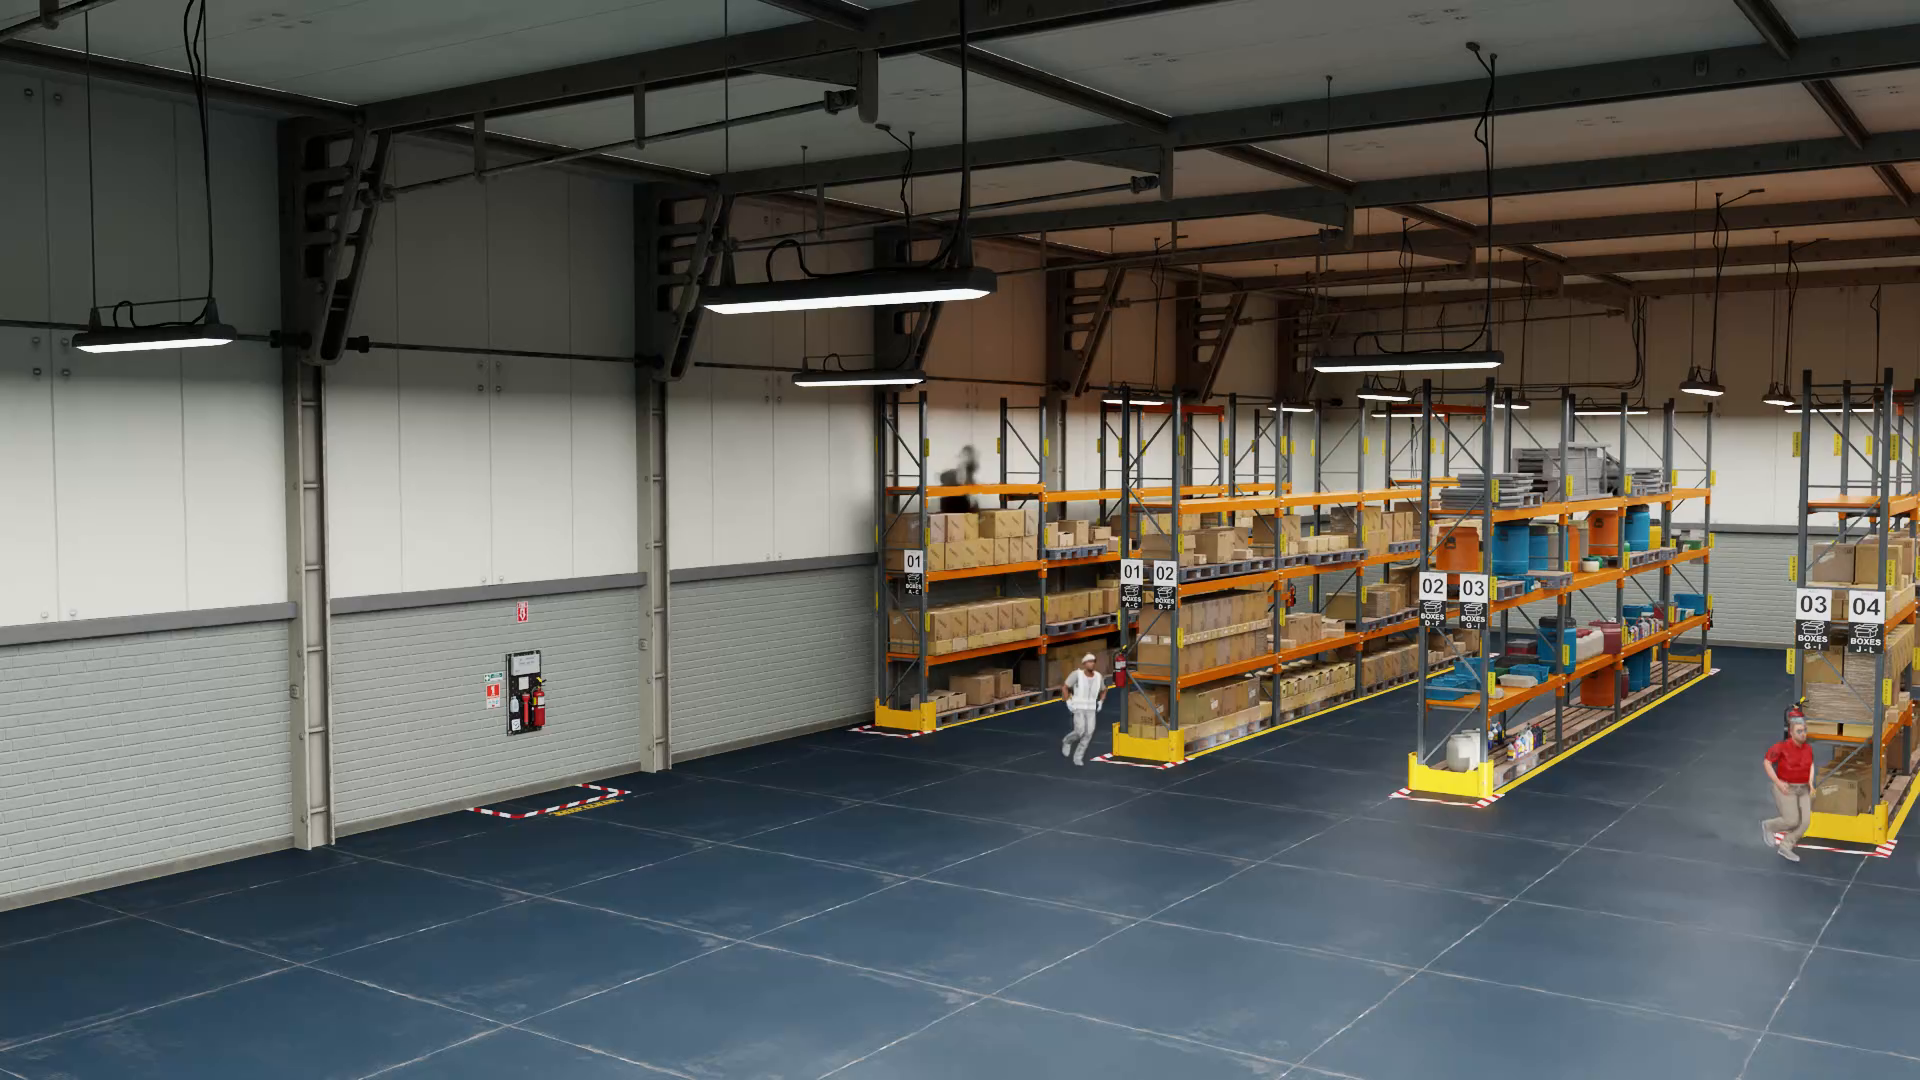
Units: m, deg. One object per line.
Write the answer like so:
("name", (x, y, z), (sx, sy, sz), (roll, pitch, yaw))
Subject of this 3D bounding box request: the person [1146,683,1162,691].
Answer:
("person", (3.717, 2.390, 31.401), (0.715, 1.736, 0.826), (1, 3, 23))

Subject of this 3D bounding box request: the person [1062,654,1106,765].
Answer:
("person", (1.975, 2.648, 26.142), (0.715, 1.715, 0.566), (-1, 3, -22))

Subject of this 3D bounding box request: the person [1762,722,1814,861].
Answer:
("person", (10.124, 3.068, 20.314), (0.649, 1.638, 0.574), (-1, 3, -17))
